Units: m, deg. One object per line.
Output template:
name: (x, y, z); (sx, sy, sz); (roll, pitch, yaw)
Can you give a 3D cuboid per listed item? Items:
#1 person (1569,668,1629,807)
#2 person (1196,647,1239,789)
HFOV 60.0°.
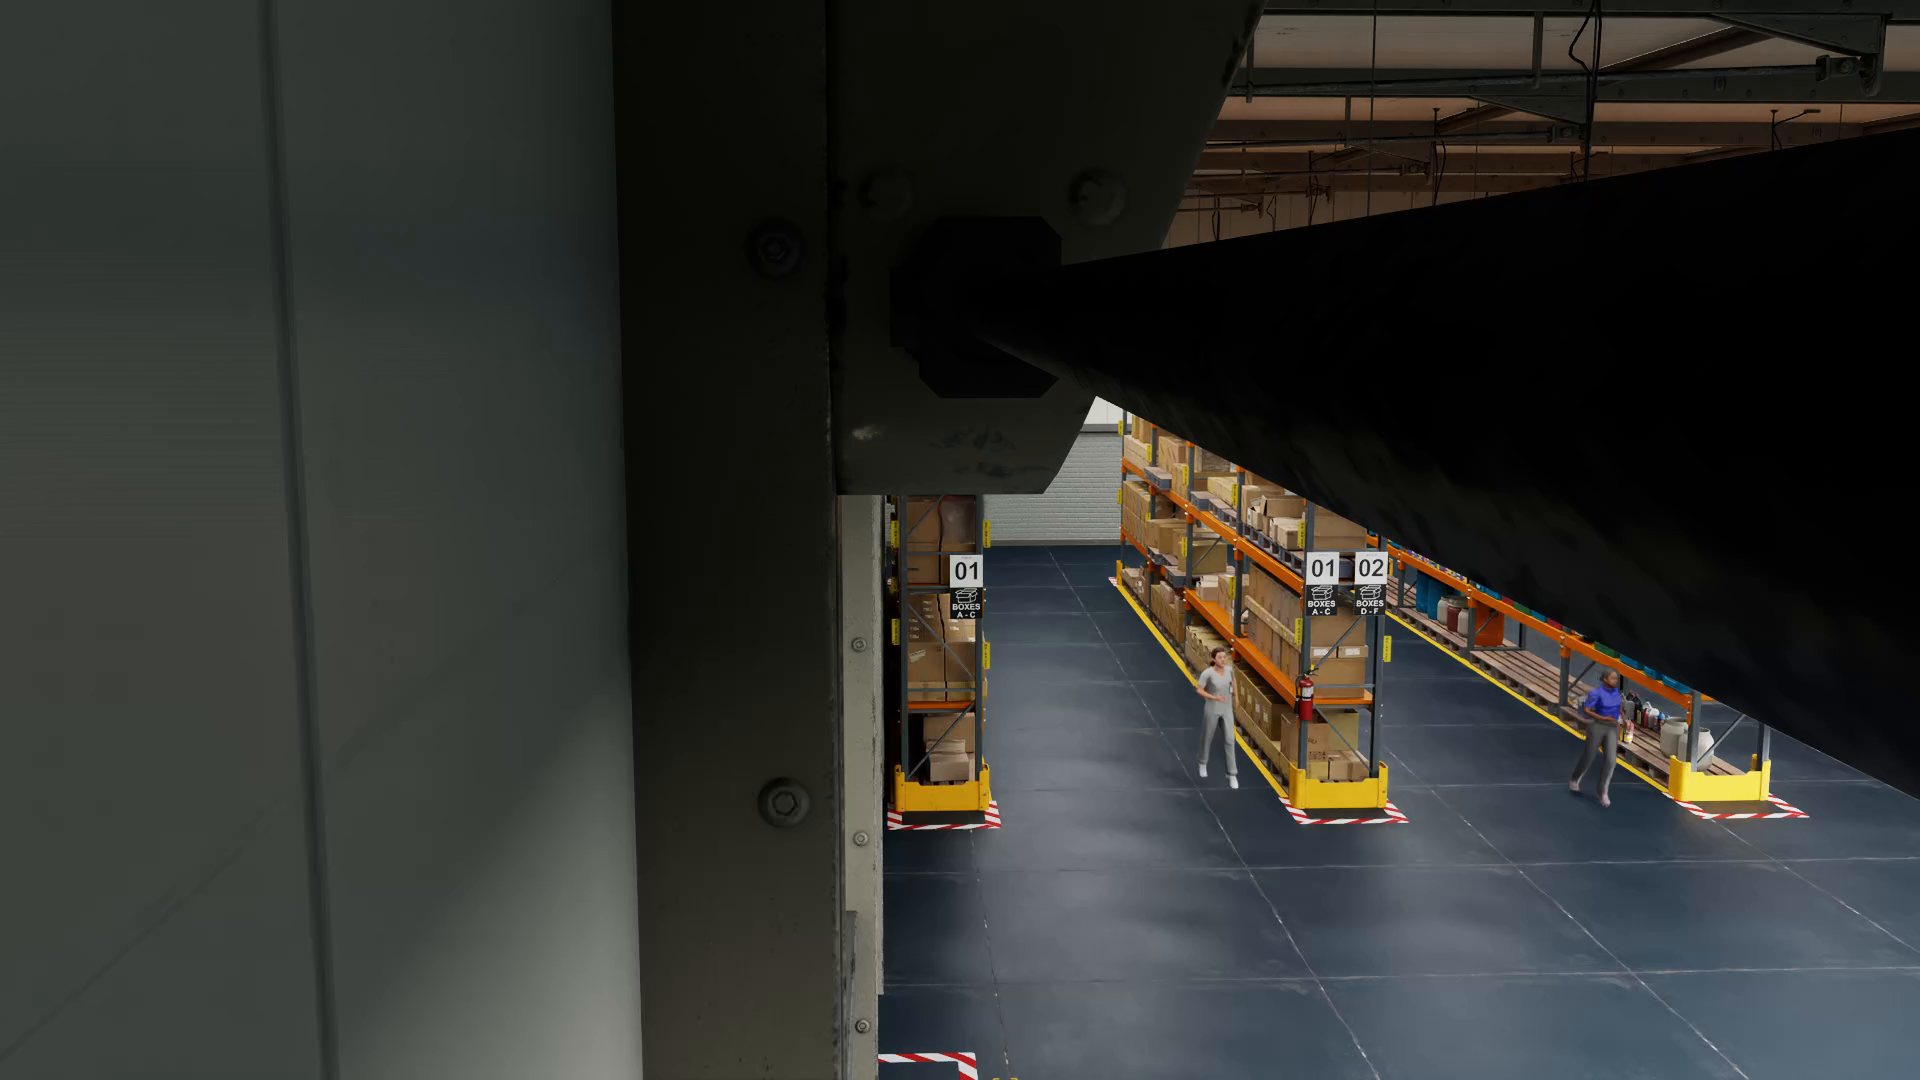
person: (8.125, 2.449, 20.953); (0.640, 1.690, 0.737); (-2, 9, -13)
person: (3.211, 2.167, 20.712); (0.607, 1.720, 0.824); (-2, 9, -16)
